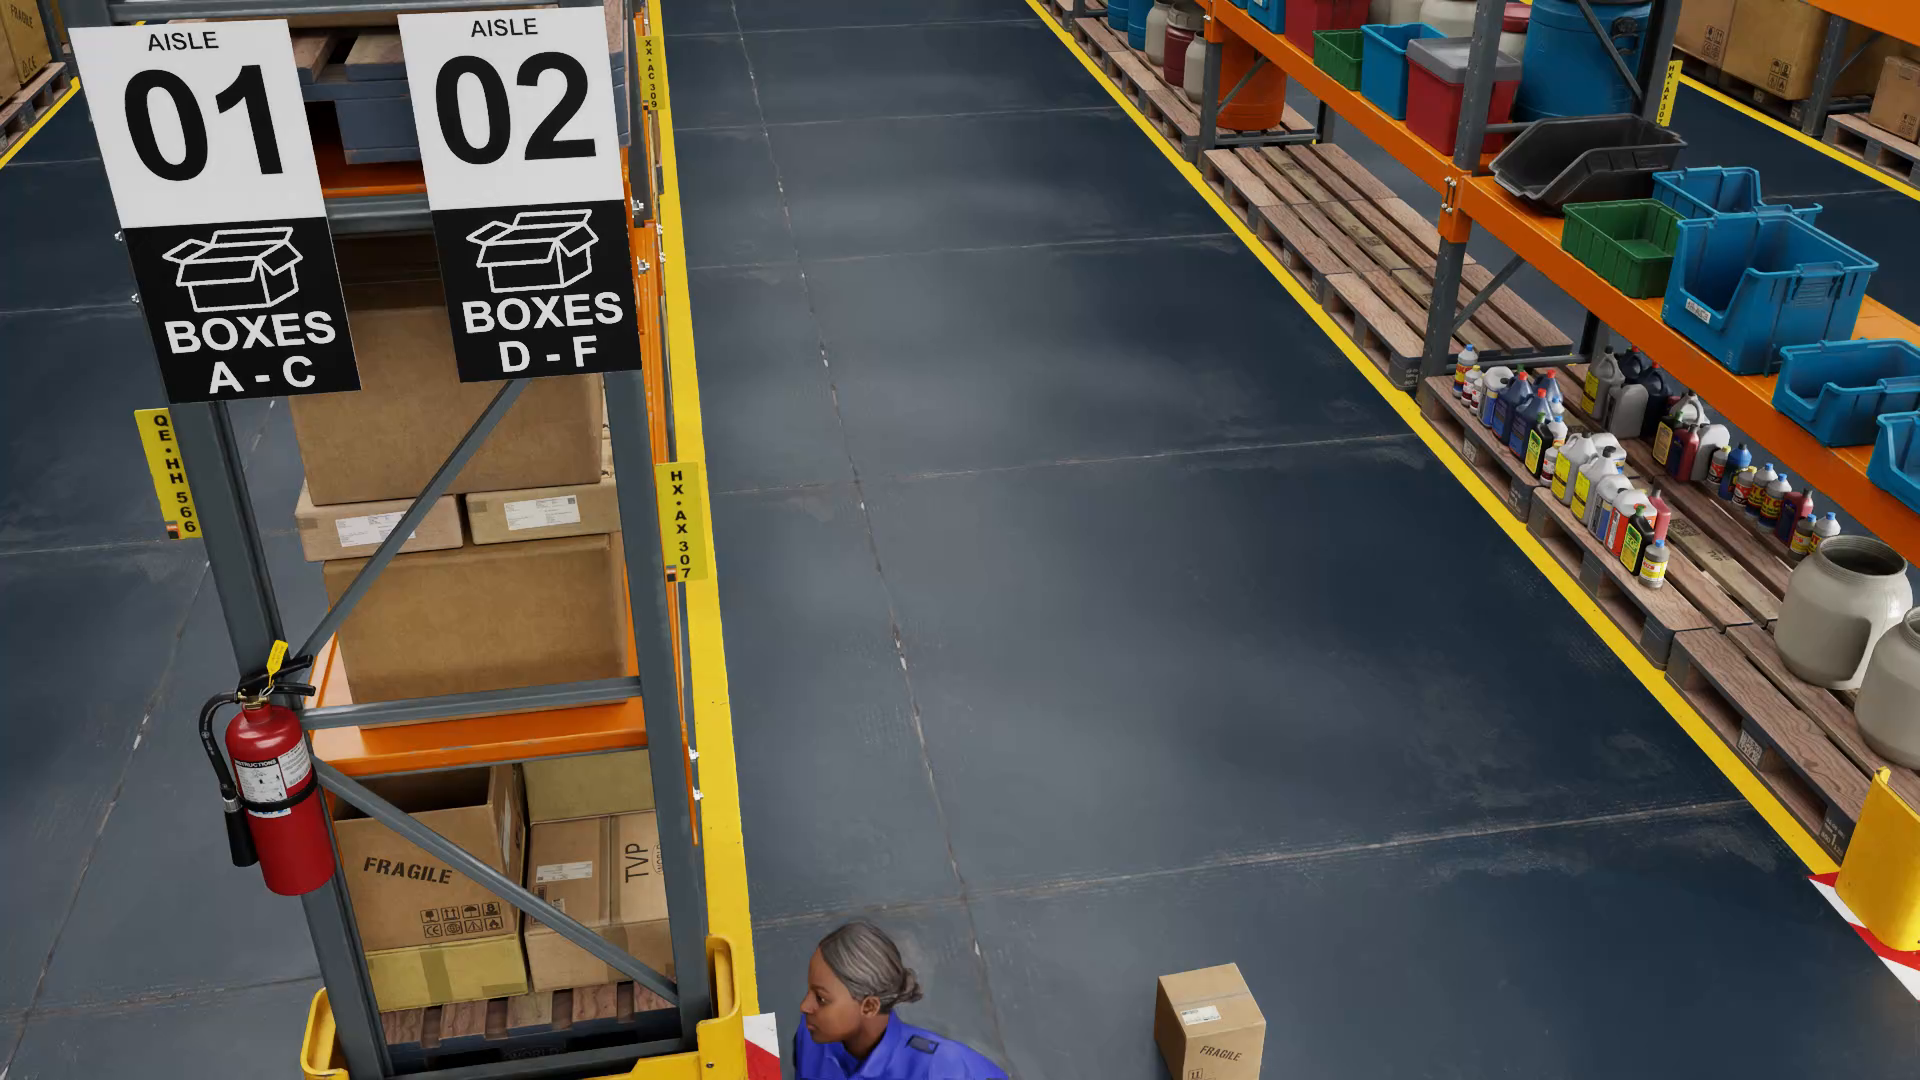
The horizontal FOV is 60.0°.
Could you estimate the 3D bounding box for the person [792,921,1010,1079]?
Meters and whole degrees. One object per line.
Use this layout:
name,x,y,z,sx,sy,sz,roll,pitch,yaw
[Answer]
person,-0.147,1.528,3.628,0.624,1.628,0.681,22,37,32
